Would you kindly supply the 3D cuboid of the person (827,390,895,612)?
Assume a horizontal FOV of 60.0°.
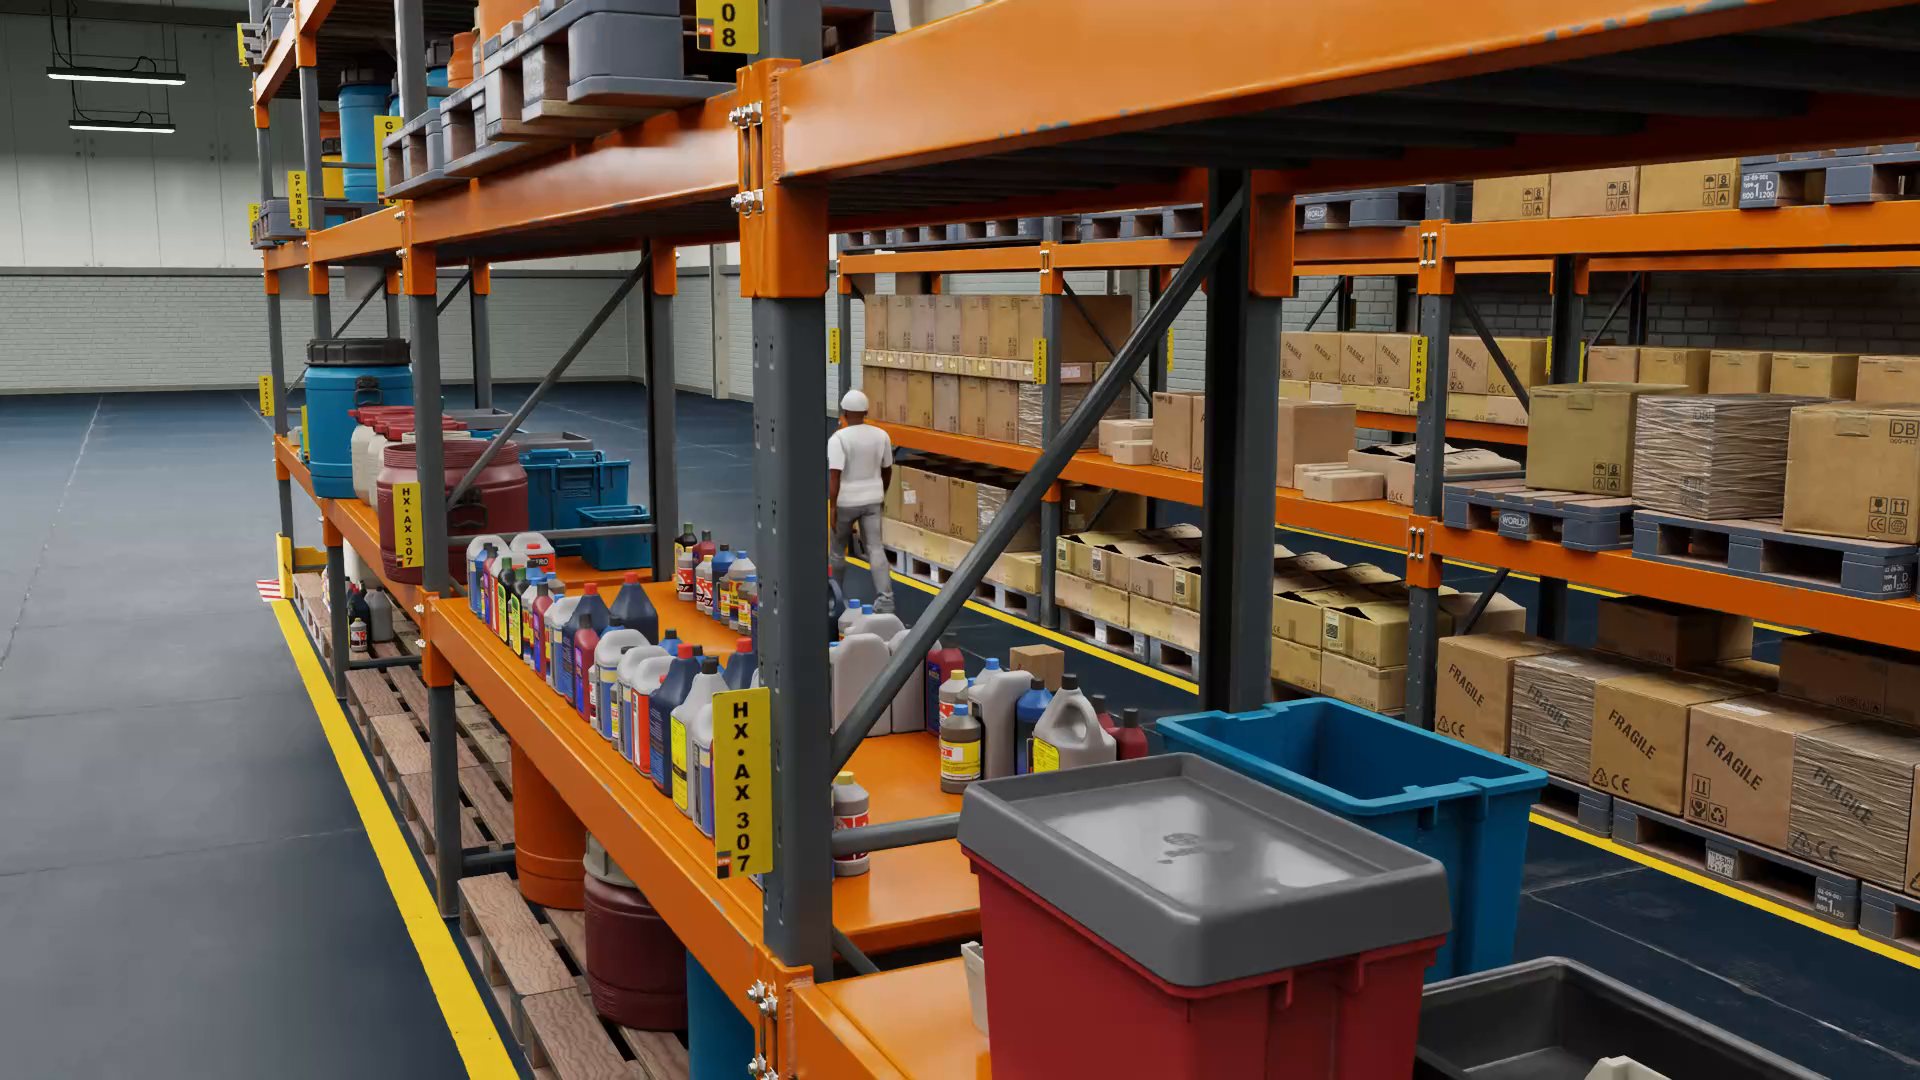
[{"bbox_3d":[-0.807,-0.306,12.860,0.586,1.722,1.048,-4,9,-23],"label":"person"}]
